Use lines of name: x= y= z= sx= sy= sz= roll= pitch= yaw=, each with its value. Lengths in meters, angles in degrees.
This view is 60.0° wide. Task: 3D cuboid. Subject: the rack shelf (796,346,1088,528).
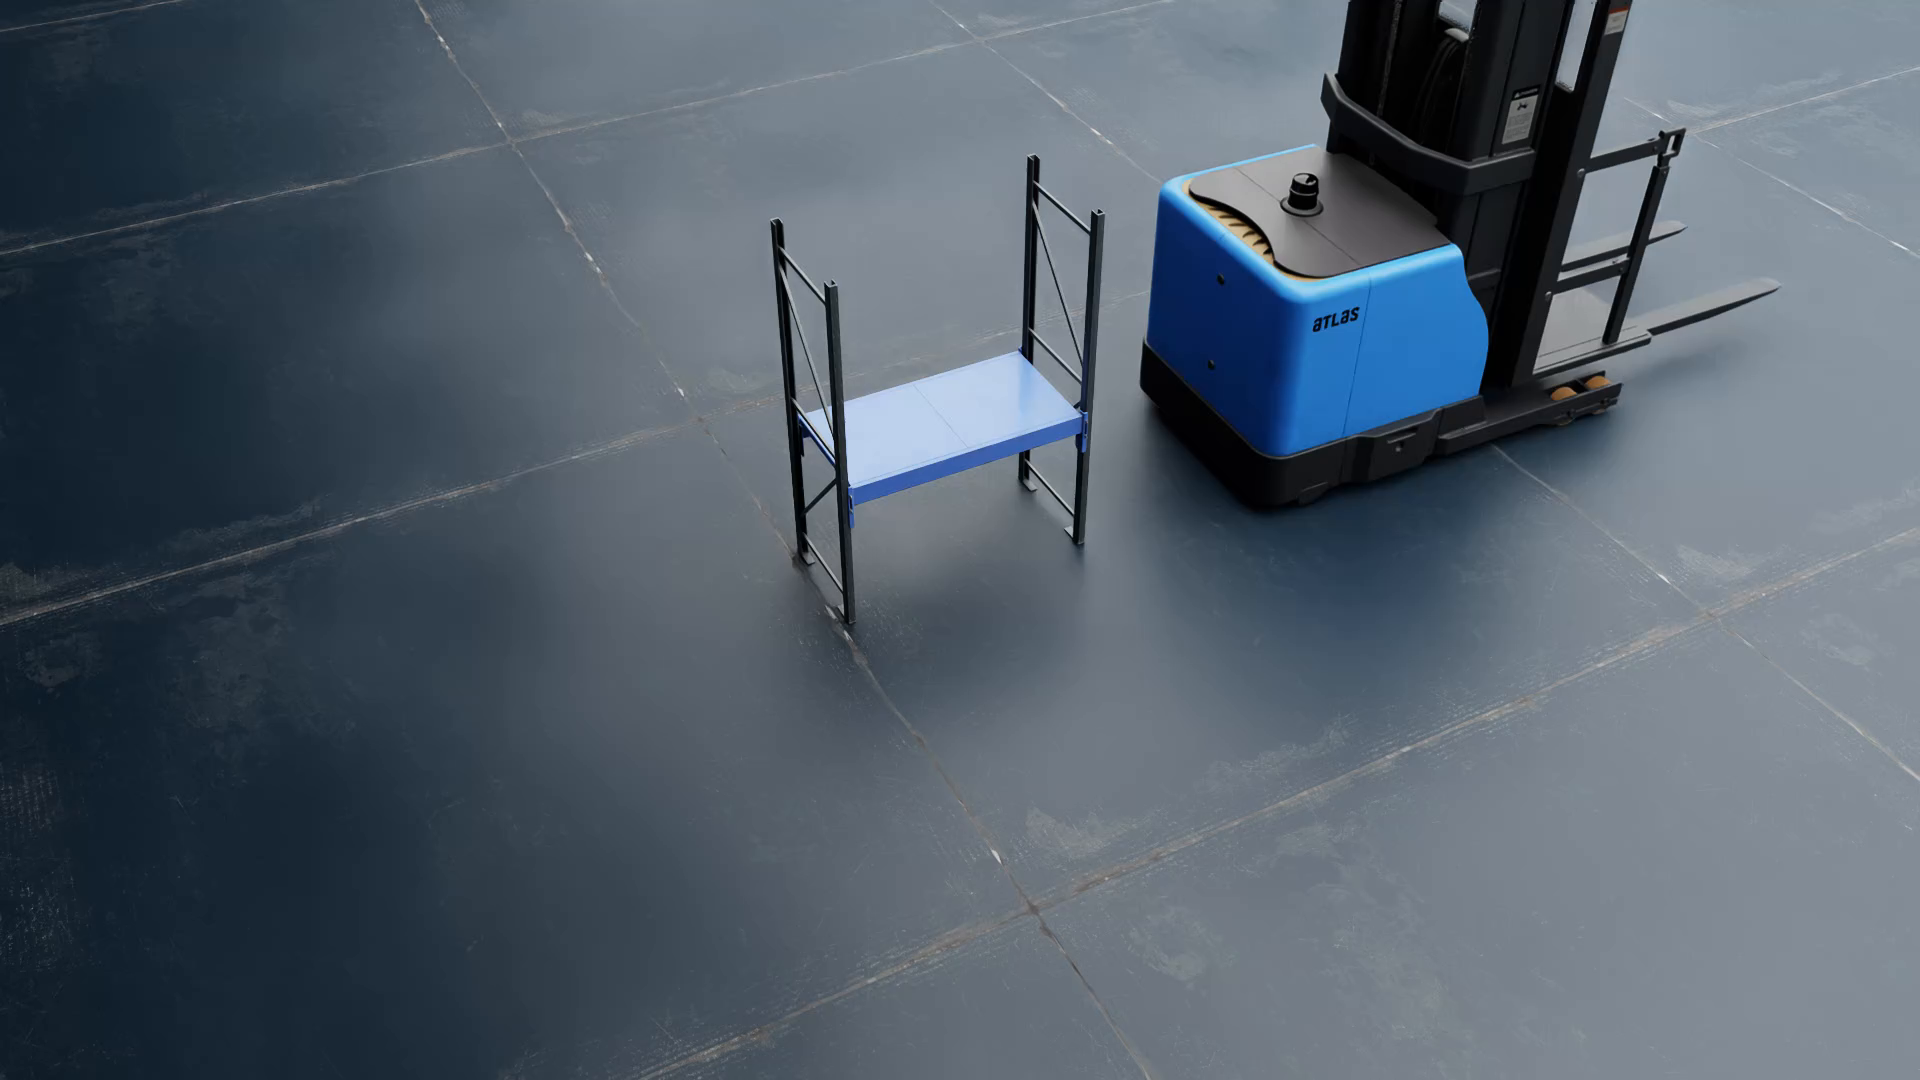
rack shelf: x=-0.076 y=-0.410 z=6.352 sx=1.000 sy=0.185 sz=0.538 roll=-19 pitch=44 yaw=-21

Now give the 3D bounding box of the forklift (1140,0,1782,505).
forklift: x=2.361 y=-1.915 z=6.744 sx=3.031 sy=2.935 sz=1.130 roll=-17 pitch=43 yaw=-20

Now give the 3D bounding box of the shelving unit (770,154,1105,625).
shelving unit: x=-0.076 y=-0.547 z=6.235 sx=1.048 sy=1.500 sz=0.538 roll=-19 pitch=44 yaw=-21

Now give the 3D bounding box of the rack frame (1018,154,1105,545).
rack frame: x=0.375 y=-0.699 z=6.415 sx=0.032 sy=1.500 sz=0.500 roll=-19 pitch=44 yaw=-21

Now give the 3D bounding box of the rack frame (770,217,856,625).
rack frame: x=-0.527 y=-0.395 z=6.056 sx=0.032 sy=1.500 sz=0.500 roll=-19 pitch=44 yaw=-21
